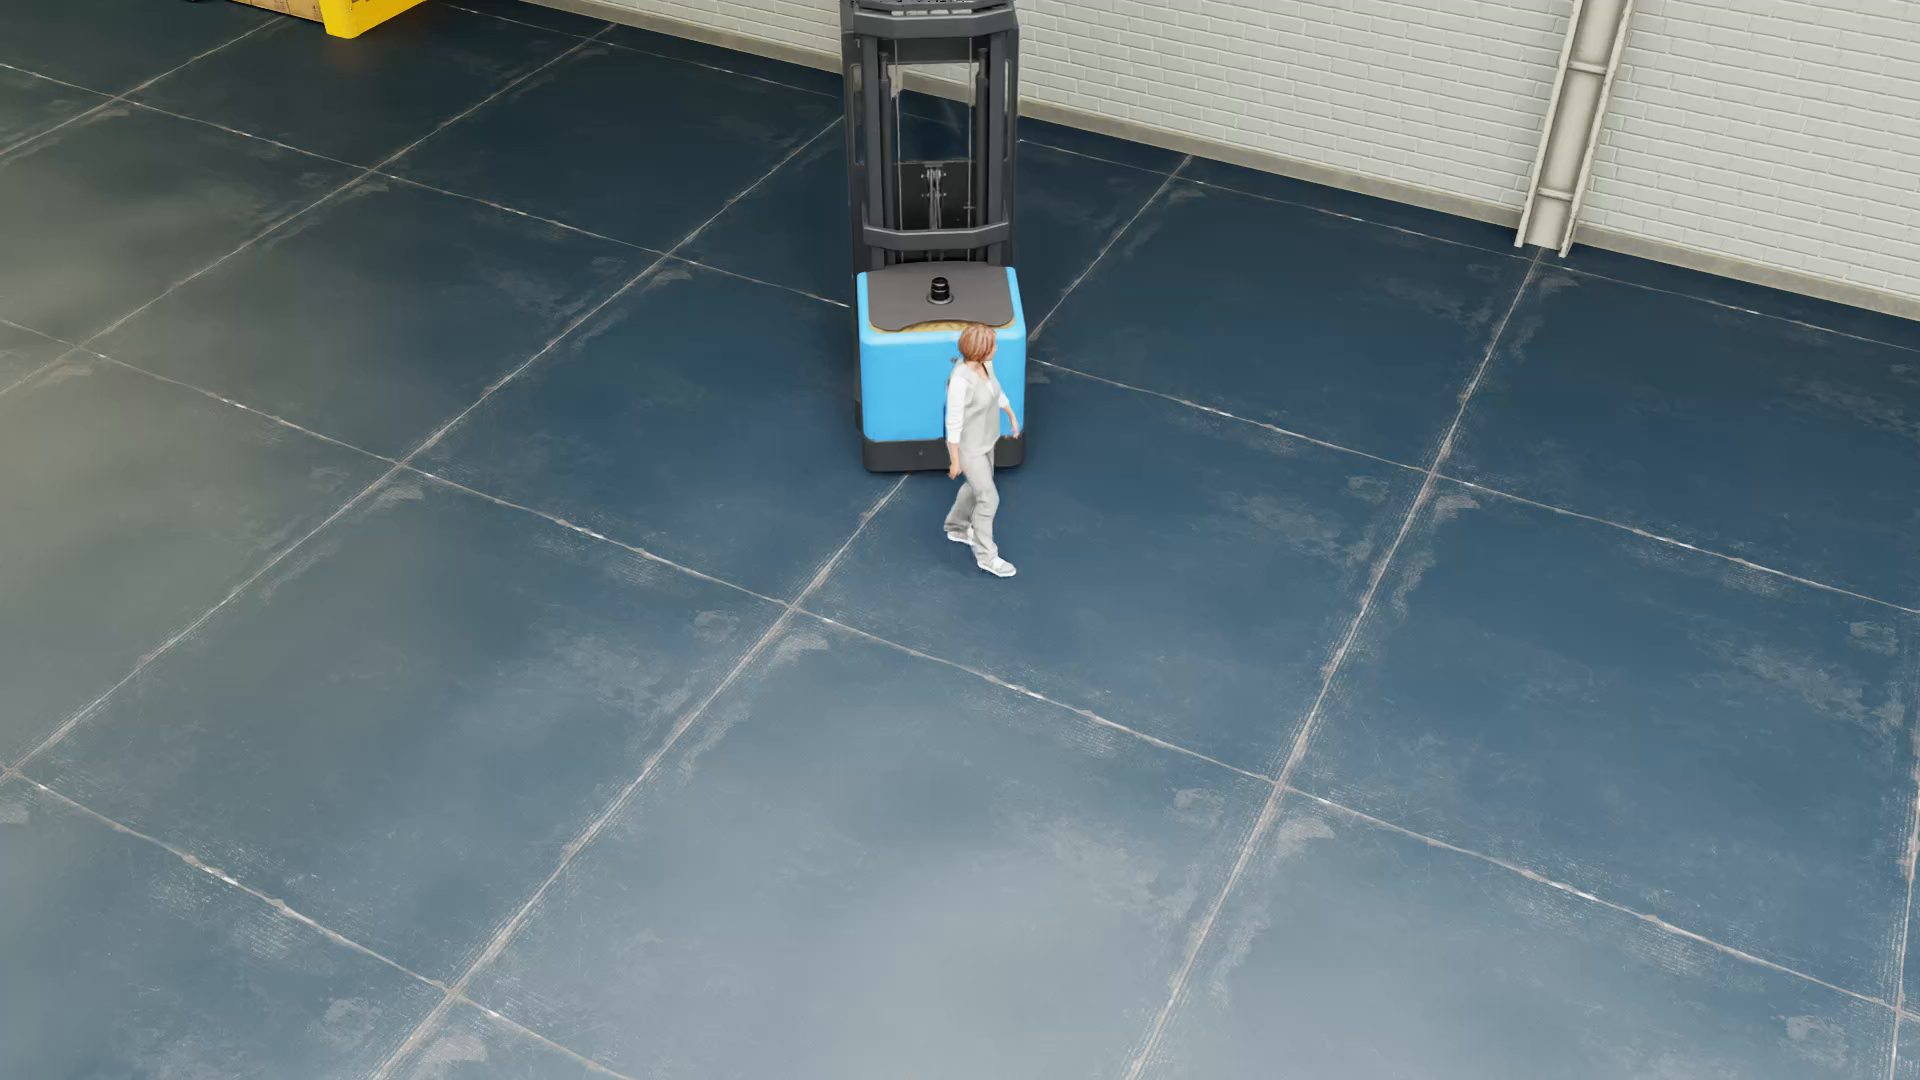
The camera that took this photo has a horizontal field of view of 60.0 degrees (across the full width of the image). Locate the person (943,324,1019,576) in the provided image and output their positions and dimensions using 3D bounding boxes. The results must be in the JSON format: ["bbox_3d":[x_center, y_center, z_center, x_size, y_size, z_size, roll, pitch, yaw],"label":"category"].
[{"bbox_3d":[0.150,-0.555,9.700,0.543,1.578,0.552,13,42,15],"label":"person"}]

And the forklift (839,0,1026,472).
[{"bbox_3d":[-0.200,-2.495,10.949,1.130,2.935,3.031,-3,40,-3],"label":"forklift"}]
